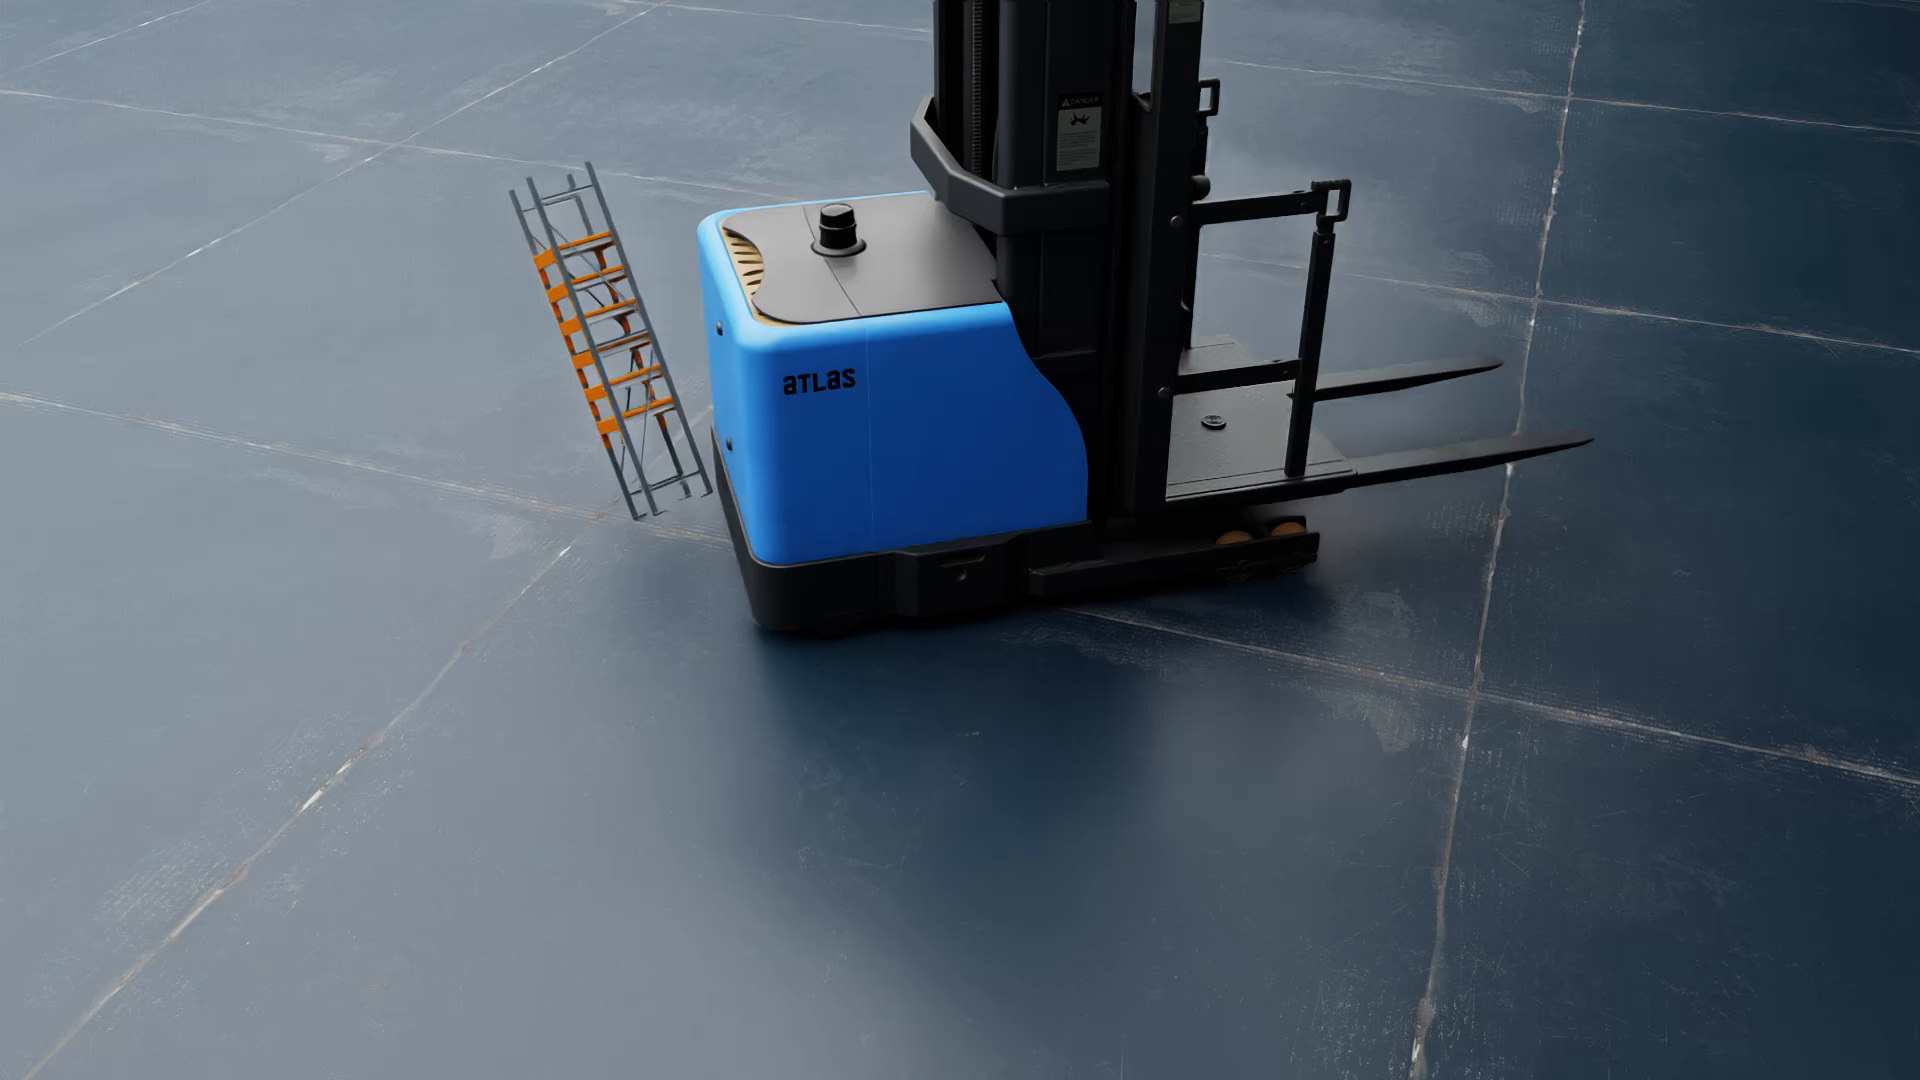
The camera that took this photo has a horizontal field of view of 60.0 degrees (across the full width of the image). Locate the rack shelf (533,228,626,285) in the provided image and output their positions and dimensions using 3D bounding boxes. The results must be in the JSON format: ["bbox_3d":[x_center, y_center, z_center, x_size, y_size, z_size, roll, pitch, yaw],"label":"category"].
[{"bbox_3d":[-1.305,-0.973,5.697,0.258,0.103,0.180,-25,10,-32],"label":"rack shelf"}]

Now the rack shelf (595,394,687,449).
[{"bbox_3d":[-1.110,-0.413,5.790,0.258,0.103,0.180,-25,10,-32],"label":"rack shelf"}]

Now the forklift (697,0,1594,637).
[{"bbox_3d":[0.704,-1.363,5.159,3.031,2.935,1.130,-8,34,-13],"label":"forklift"}]

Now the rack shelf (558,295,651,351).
[{"bbox_3d":[-1.227,-0.749,5.735,0.258,0.103,0.180,-25,10,-32],"label":"rack shelf"}]

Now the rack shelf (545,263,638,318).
[{"bbox_3d":[-1.266,-0.861,5.716,0.258,0.103,0.180,-25,10,-32],"label":"rack shelf"}]

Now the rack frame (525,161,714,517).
[{"bbox_3d":[-1.152,-0.683,5.670,0.240,1.200,0.006,-25,10,-32],"label":"rack frame"}]

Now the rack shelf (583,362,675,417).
[{"bbox_3d":[-1.149,-0.525,5.772,0.258,0.103,0.180,-25,10,-32],"label":"rack shelf"}]

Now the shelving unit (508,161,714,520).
[{"bbox_3d":[-1.202,-0.679,5.746,0.258,1.200,0.189,-25,10,-32],"label":"shelving unit"}]

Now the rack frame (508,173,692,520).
[{"bbox_3d":[-1.252,-0.674,5.823,0.240,1.200,0.006,-25,10,-32],"label":"rack frame"}]

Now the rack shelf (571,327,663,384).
[{"bbox_3d":[-1.188,-0.637,5.753,0.258,0.103,0.180,-25,10,-32],"label":"rack shelf"}]
